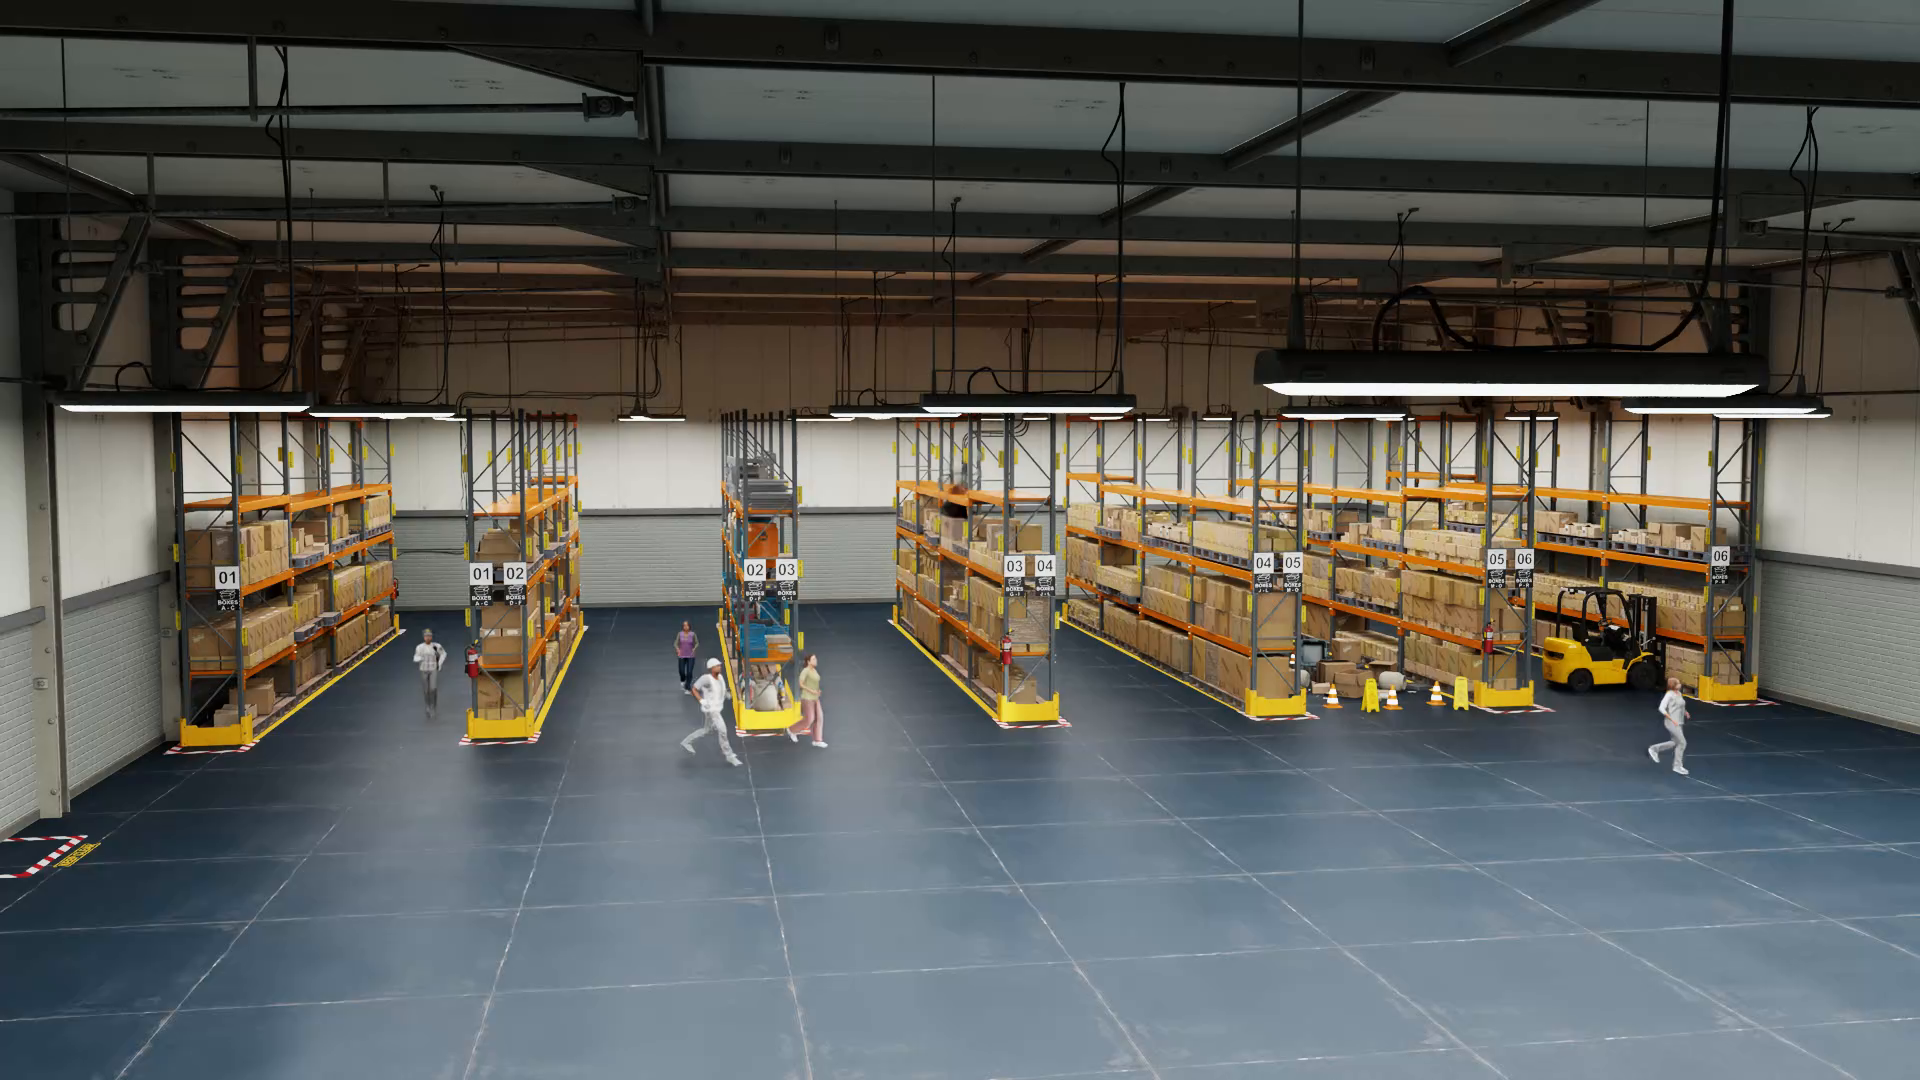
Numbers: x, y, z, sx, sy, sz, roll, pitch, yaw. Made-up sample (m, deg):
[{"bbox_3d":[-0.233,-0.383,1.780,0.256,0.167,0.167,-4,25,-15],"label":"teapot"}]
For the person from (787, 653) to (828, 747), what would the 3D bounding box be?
[{"bbox_3d":[-2.700,2.838,29.595,0.772,1.669,0.602,2,4,22],"label":"person"}]

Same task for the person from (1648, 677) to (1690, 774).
[{"bbox_3d":[11.687,3.037,27.381,0.669,1.587,0.512,3,5,41],"label":"person"}]

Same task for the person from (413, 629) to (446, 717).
[{"bbox_3d":[-10.408,2.605,32.626,0.592,1.734,0.684,-1,4,-11],"label":"person"}]

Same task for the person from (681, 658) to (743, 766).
[{"bbox_3d":[-4.184,2.882,28.048,1.149,1.797,0.645,1,4,10],"label":"person"}]

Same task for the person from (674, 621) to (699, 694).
[{"bbox_3d":[-5.795,2.488,35.237,0.535,1.552,0.554,0,4,-7],"label":"person"}]
